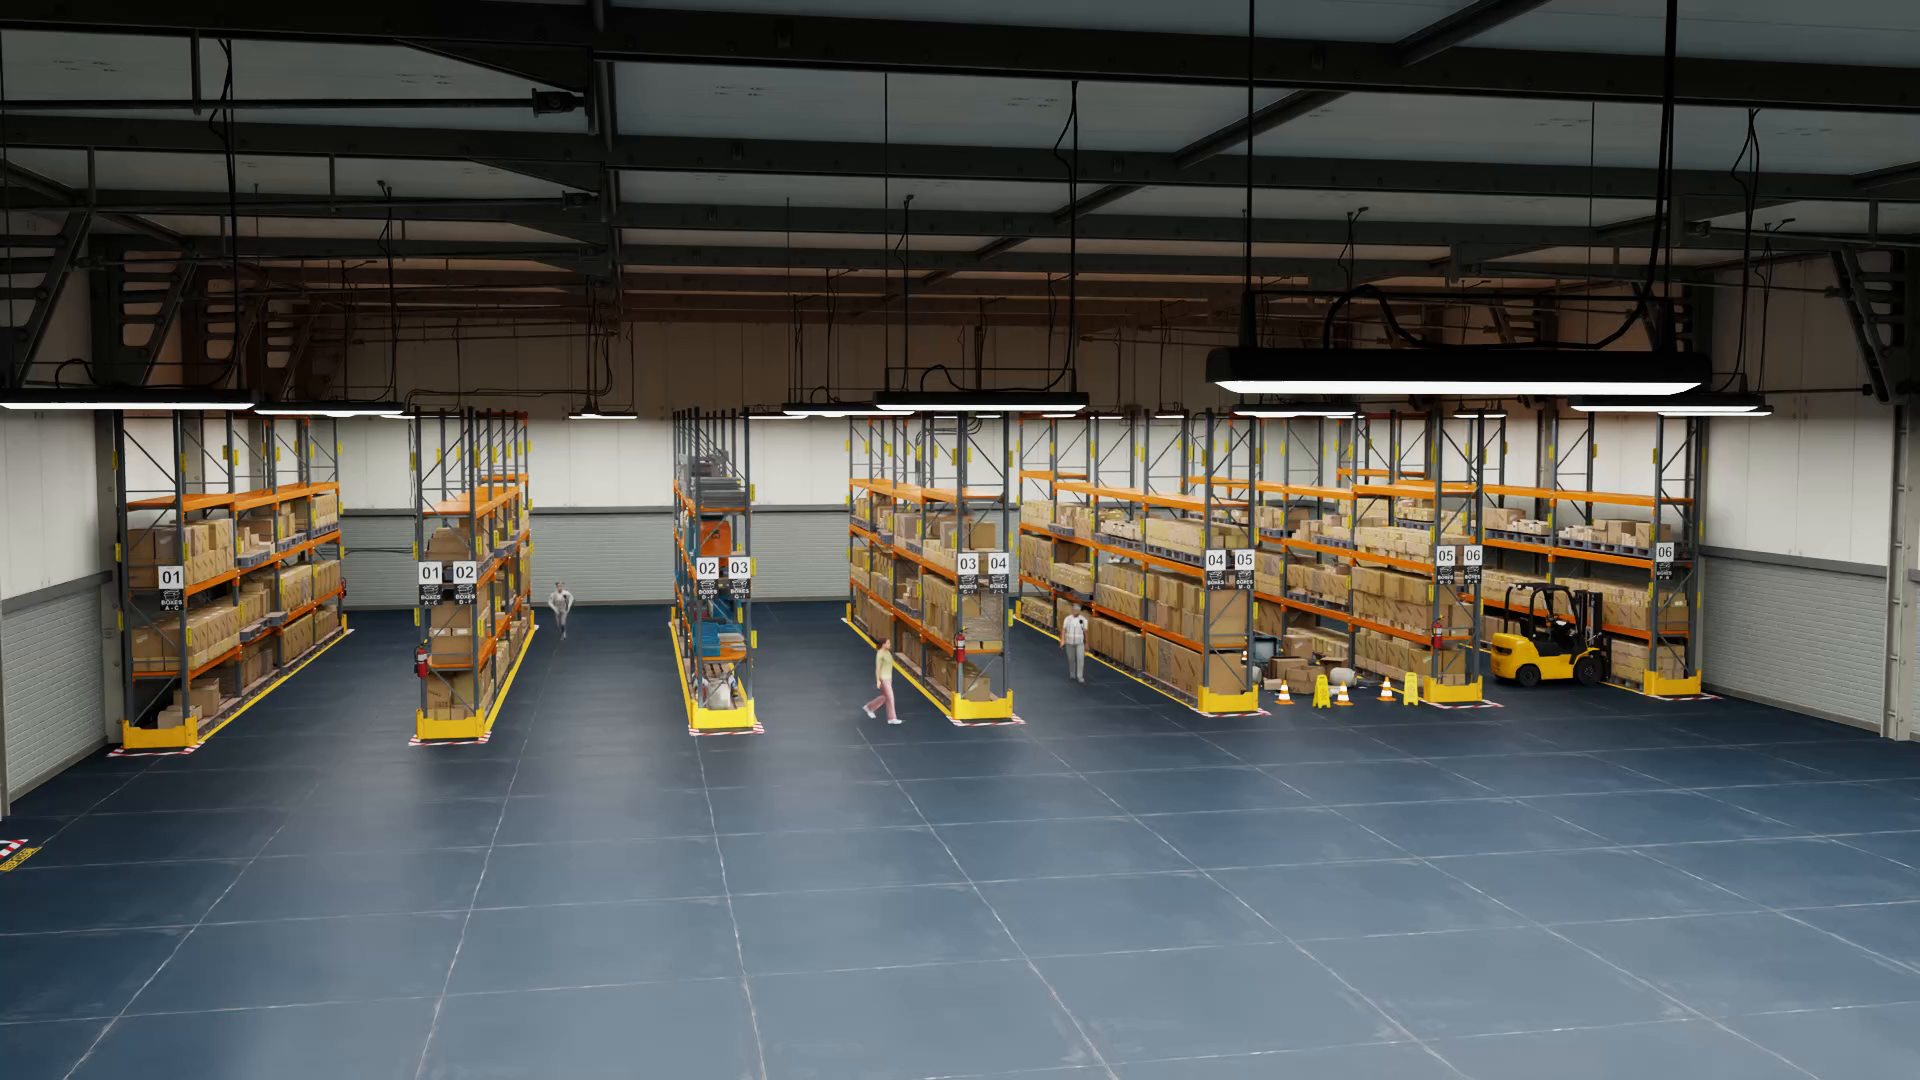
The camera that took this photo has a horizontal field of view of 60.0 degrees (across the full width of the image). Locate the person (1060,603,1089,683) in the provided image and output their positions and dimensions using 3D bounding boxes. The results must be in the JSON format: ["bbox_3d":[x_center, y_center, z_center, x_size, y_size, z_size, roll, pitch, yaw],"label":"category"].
[{"bbox_3d":[2.517,2.244,36.552,0.617,1.696,1.054,1,4,7],"label":"person"}]

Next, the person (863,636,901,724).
[{"bbox_3d":[-1.456,2.641,31.608,0.832,1.645,0.498,1,4,19],"label":"person"}]

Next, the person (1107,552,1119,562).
[{"bbox_3d":[4.767,1.209,52.204,0.526,1.736,0.535,-4,6,-43],"label":"person"}]

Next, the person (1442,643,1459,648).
[{"bbox_3d":[11.378,2.147,38.449,0.540,1.770,0.483,-2,5,-28],"label":"person"}]

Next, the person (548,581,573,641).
[{"bbox_3d":[-10.384,1.851,43.282,0.590,1.601,0.701,0,4,-2],"label":"person"}]
